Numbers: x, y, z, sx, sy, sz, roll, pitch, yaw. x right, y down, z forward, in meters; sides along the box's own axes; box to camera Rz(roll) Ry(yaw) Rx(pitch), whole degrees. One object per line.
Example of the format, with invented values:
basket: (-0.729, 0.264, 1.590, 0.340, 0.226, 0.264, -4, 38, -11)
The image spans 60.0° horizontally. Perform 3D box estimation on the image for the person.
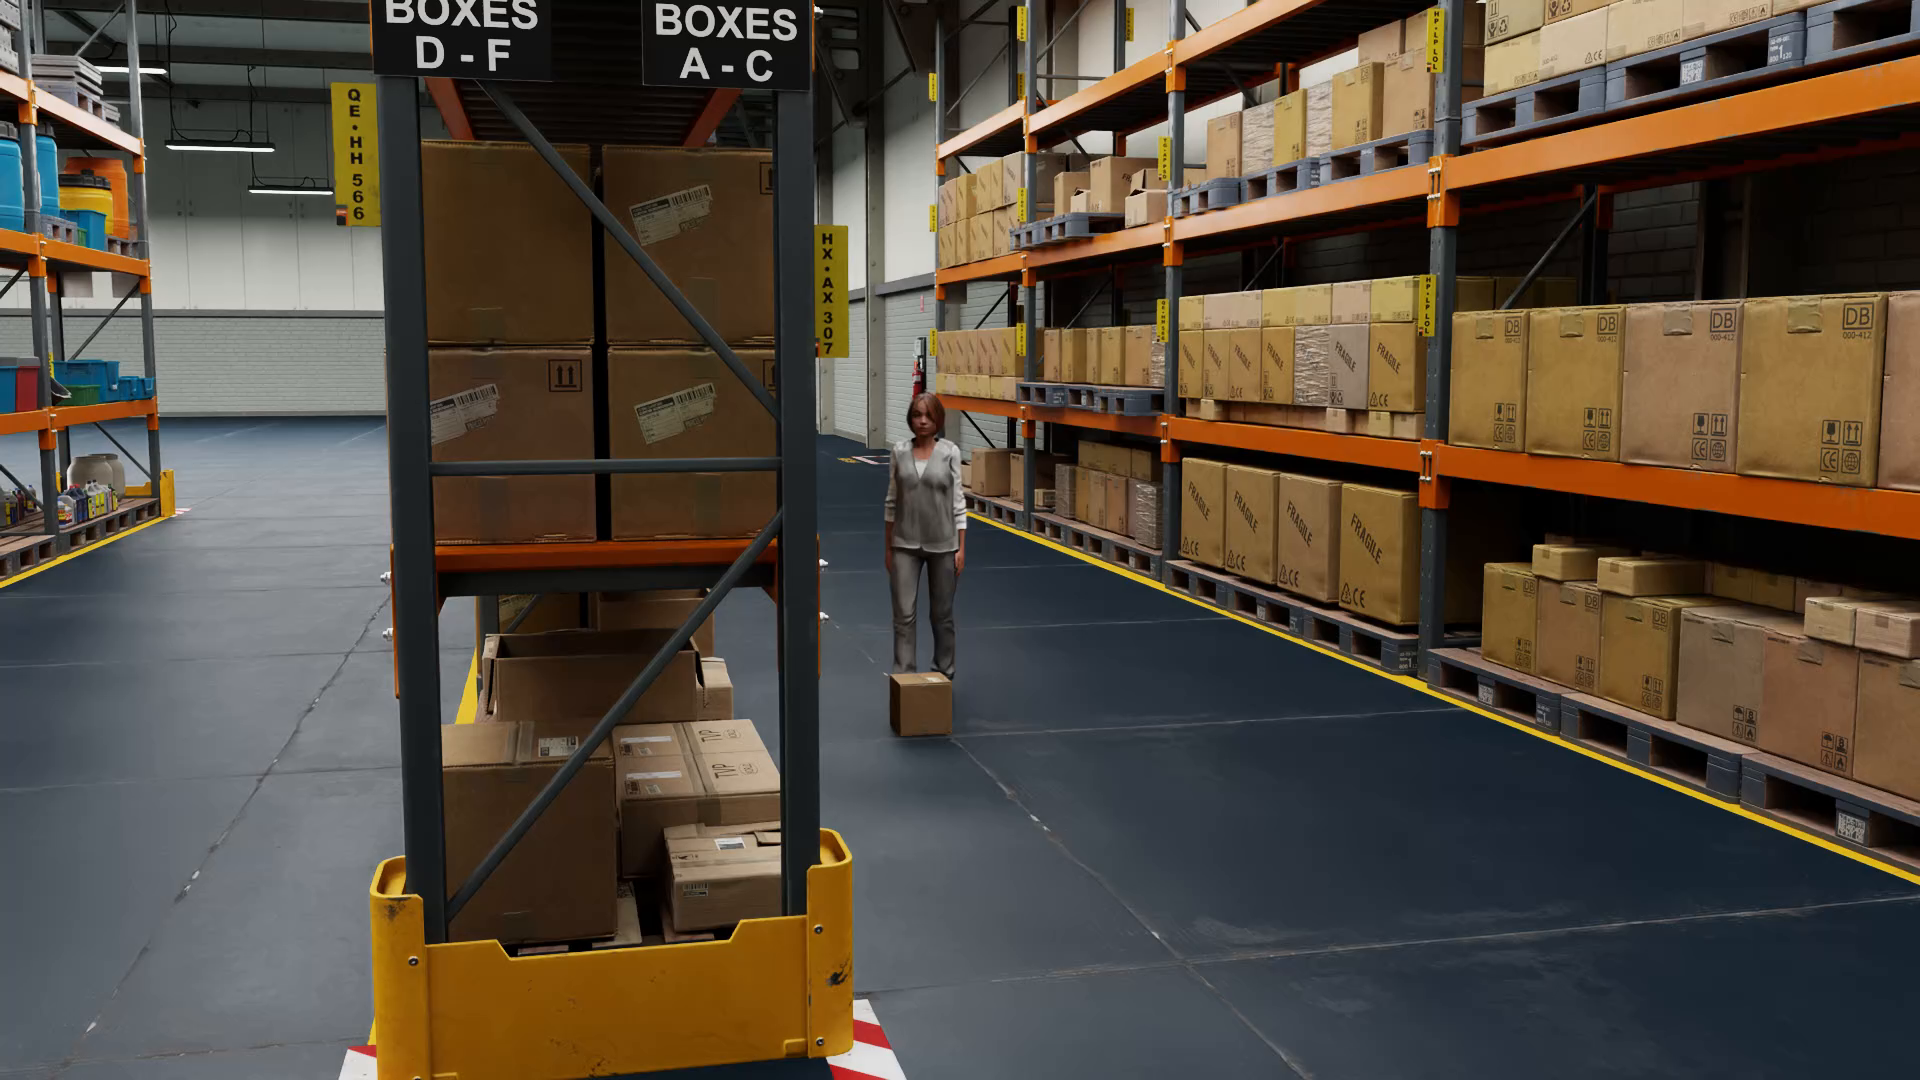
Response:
person: (-0.181, 0.057, 8.307, 0.420, 1.591, 0.630, 1, 6, 6)
